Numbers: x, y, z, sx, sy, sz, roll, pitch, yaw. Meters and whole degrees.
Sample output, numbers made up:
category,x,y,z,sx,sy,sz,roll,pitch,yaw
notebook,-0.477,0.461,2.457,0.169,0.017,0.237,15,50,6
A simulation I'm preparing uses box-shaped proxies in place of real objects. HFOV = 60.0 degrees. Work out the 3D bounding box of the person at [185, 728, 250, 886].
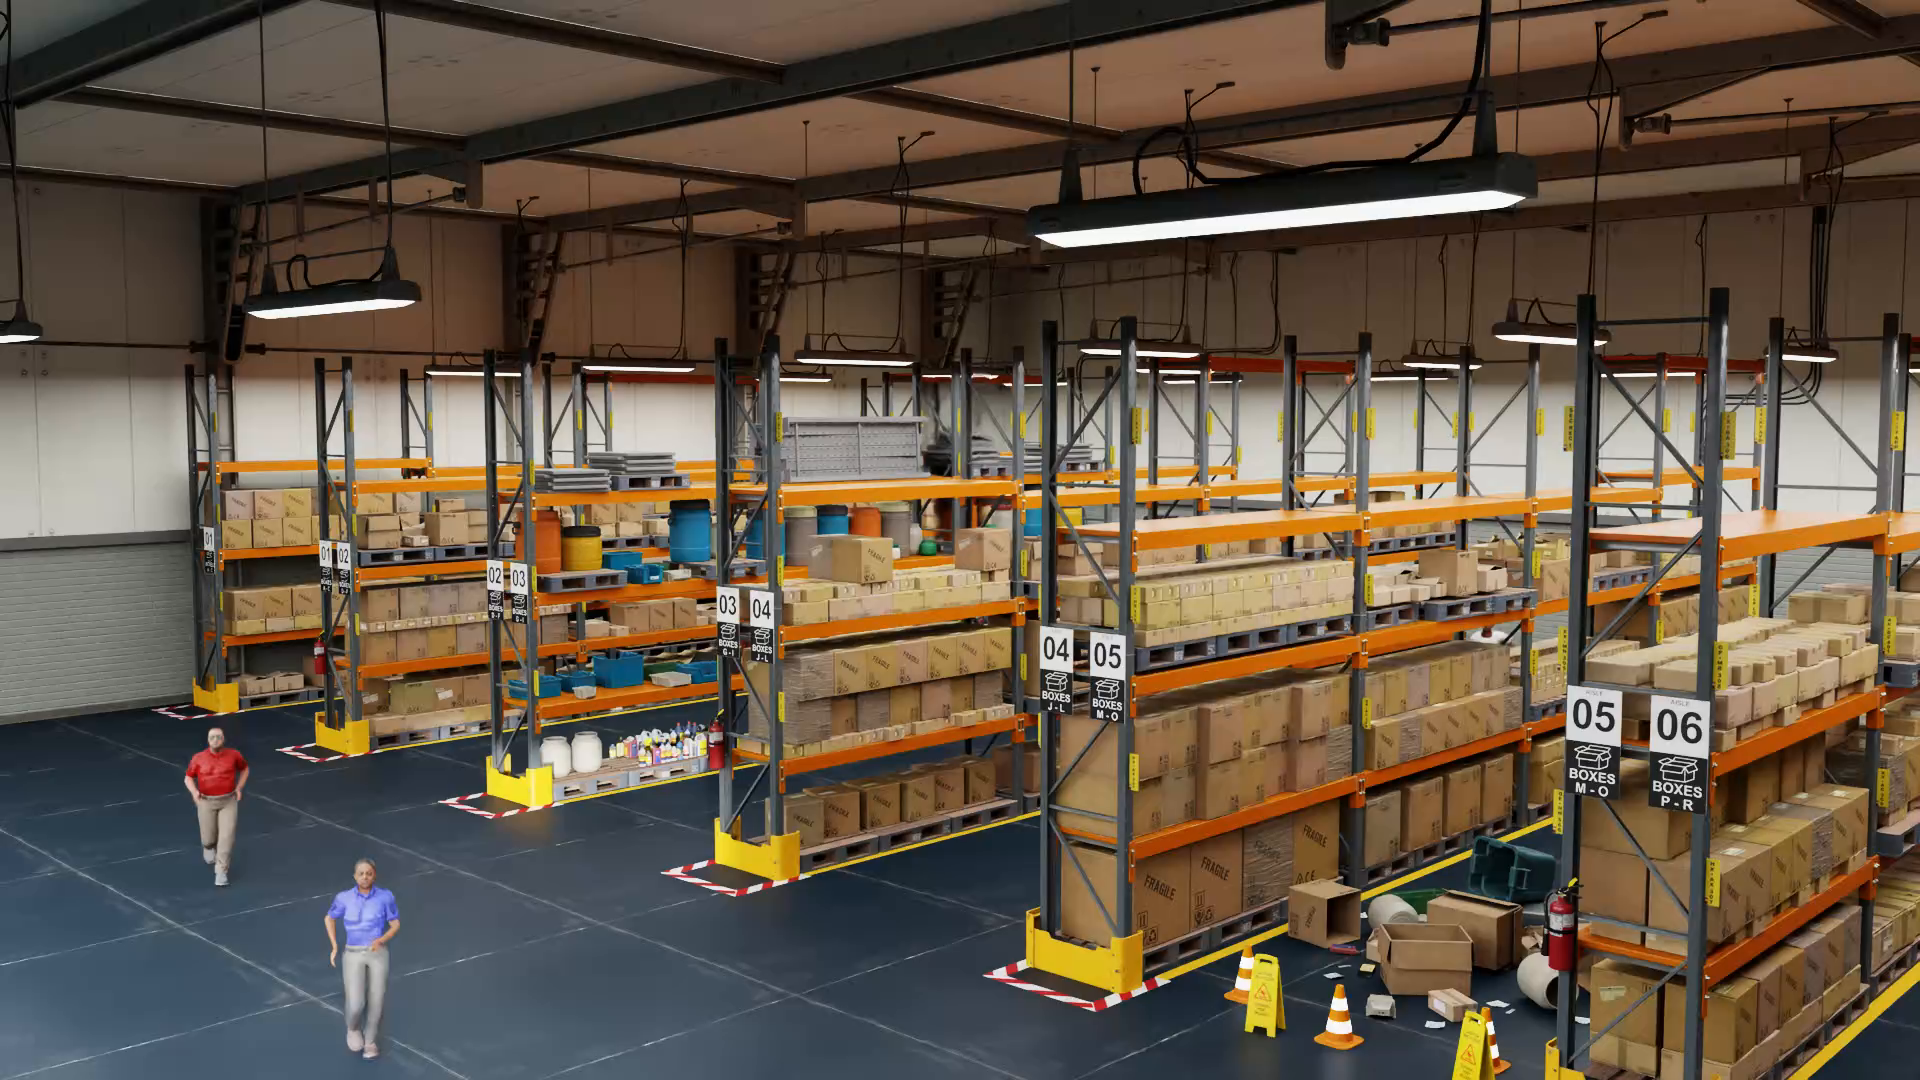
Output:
category,x,y,z,sx,sy,sz,roll,pitch,yaw
person,-8.202,2.915,18.397,0.662,1.696,0.784,-2,5,-26

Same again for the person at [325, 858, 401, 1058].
category,x,y,z,sx,sy,sz,roll,pitch,yaw
person,-4.723,3.341,13.193,0.560,1.615,0.569,-2,5,-23

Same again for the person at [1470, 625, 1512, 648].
category,x,y,z,sx,sy,sz,roll,pitch,yaw
person,8.837,2.159,27.836,0.669,1.813,0.891,4,6,39
